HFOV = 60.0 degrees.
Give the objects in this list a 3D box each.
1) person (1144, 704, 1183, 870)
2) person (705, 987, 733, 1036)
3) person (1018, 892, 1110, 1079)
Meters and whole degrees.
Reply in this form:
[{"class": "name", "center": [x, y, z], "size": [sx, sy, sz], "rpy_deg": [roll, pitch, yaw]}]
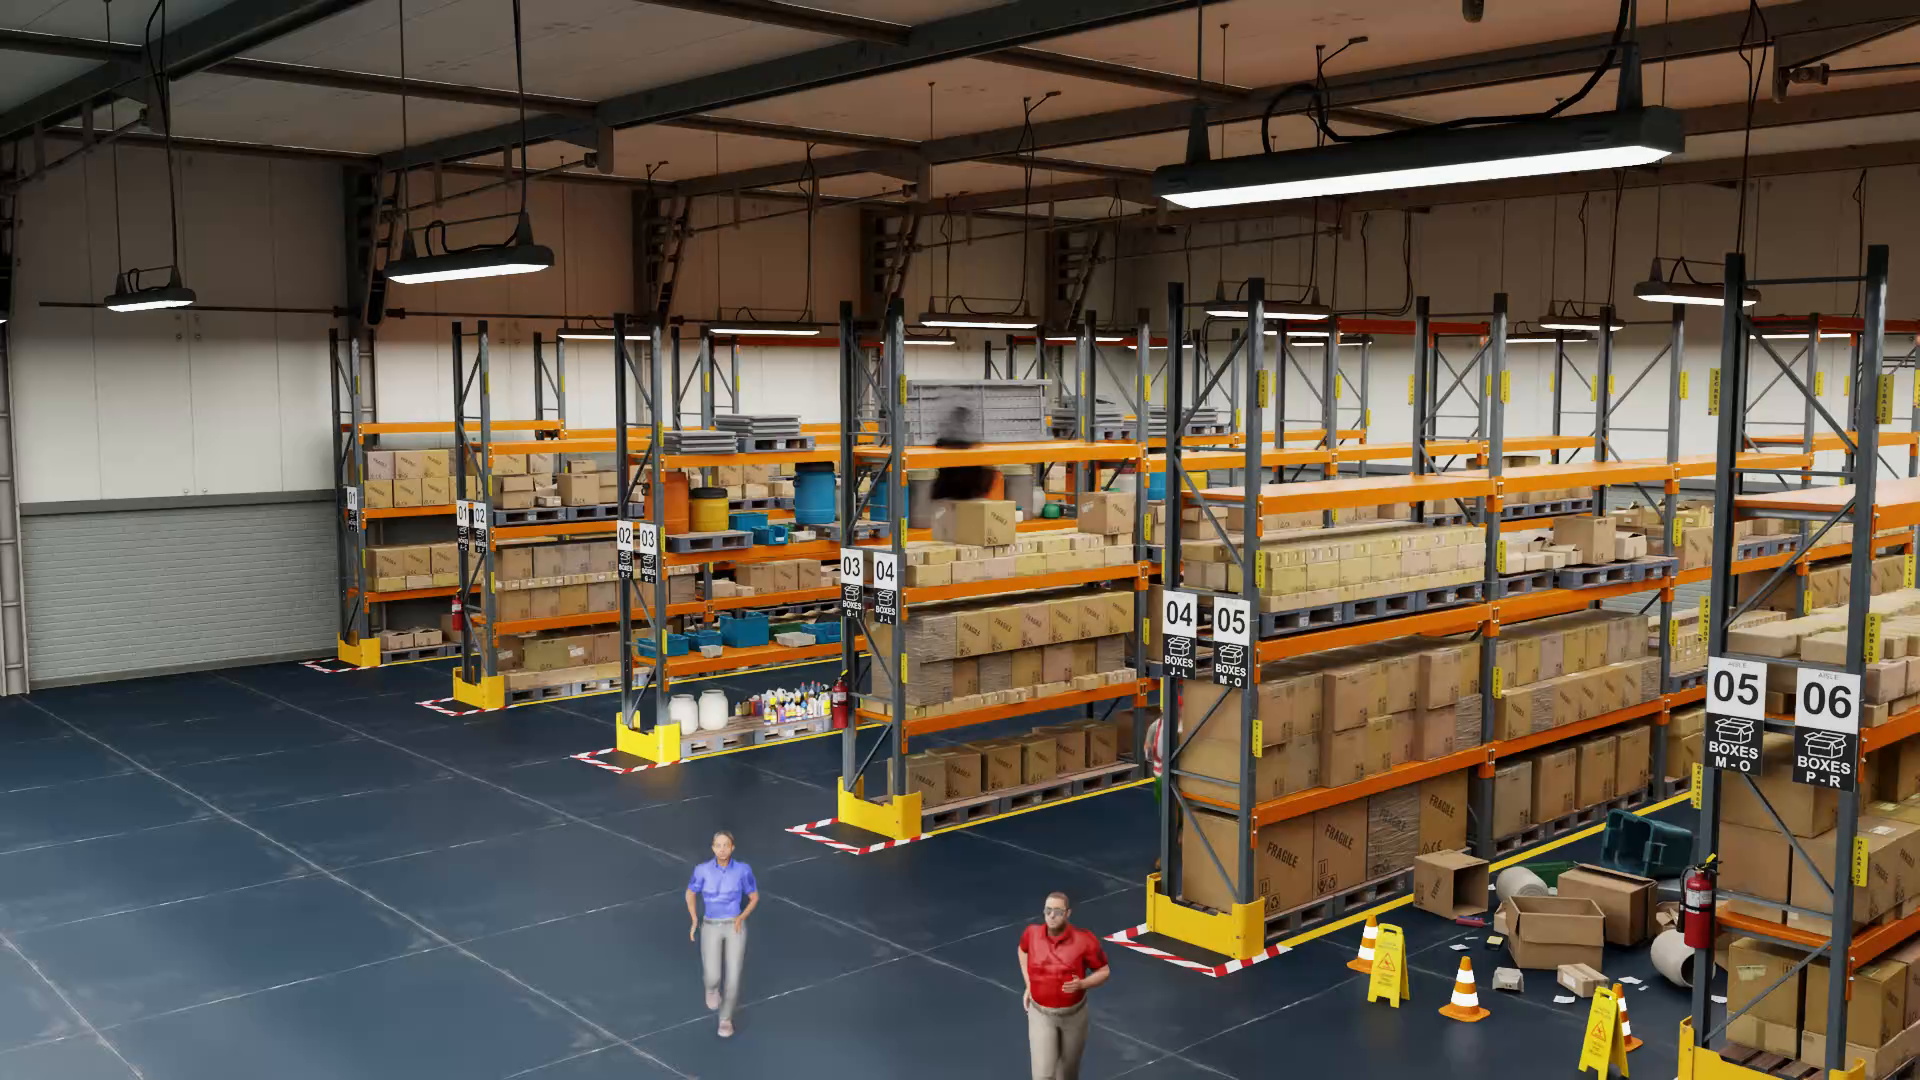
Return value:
[{"class": "person", "center": [2.248, 2.531, 17.640], "size": [0.654, 1.734, 0.988], "rpy_deg": [3, 7, 30]}, {"class": "person", "center": [-1.907, 3.678, 13.203], "size": [0.229, 0.400, 0.426], "rpy_deg": [-1, 6, -8]}, {"class": "person", "center": [0.685, 3.217, 11.129], "size": [0.636, 1.778, 0.852], "rpy_deg": [1, 6, 7]}]
